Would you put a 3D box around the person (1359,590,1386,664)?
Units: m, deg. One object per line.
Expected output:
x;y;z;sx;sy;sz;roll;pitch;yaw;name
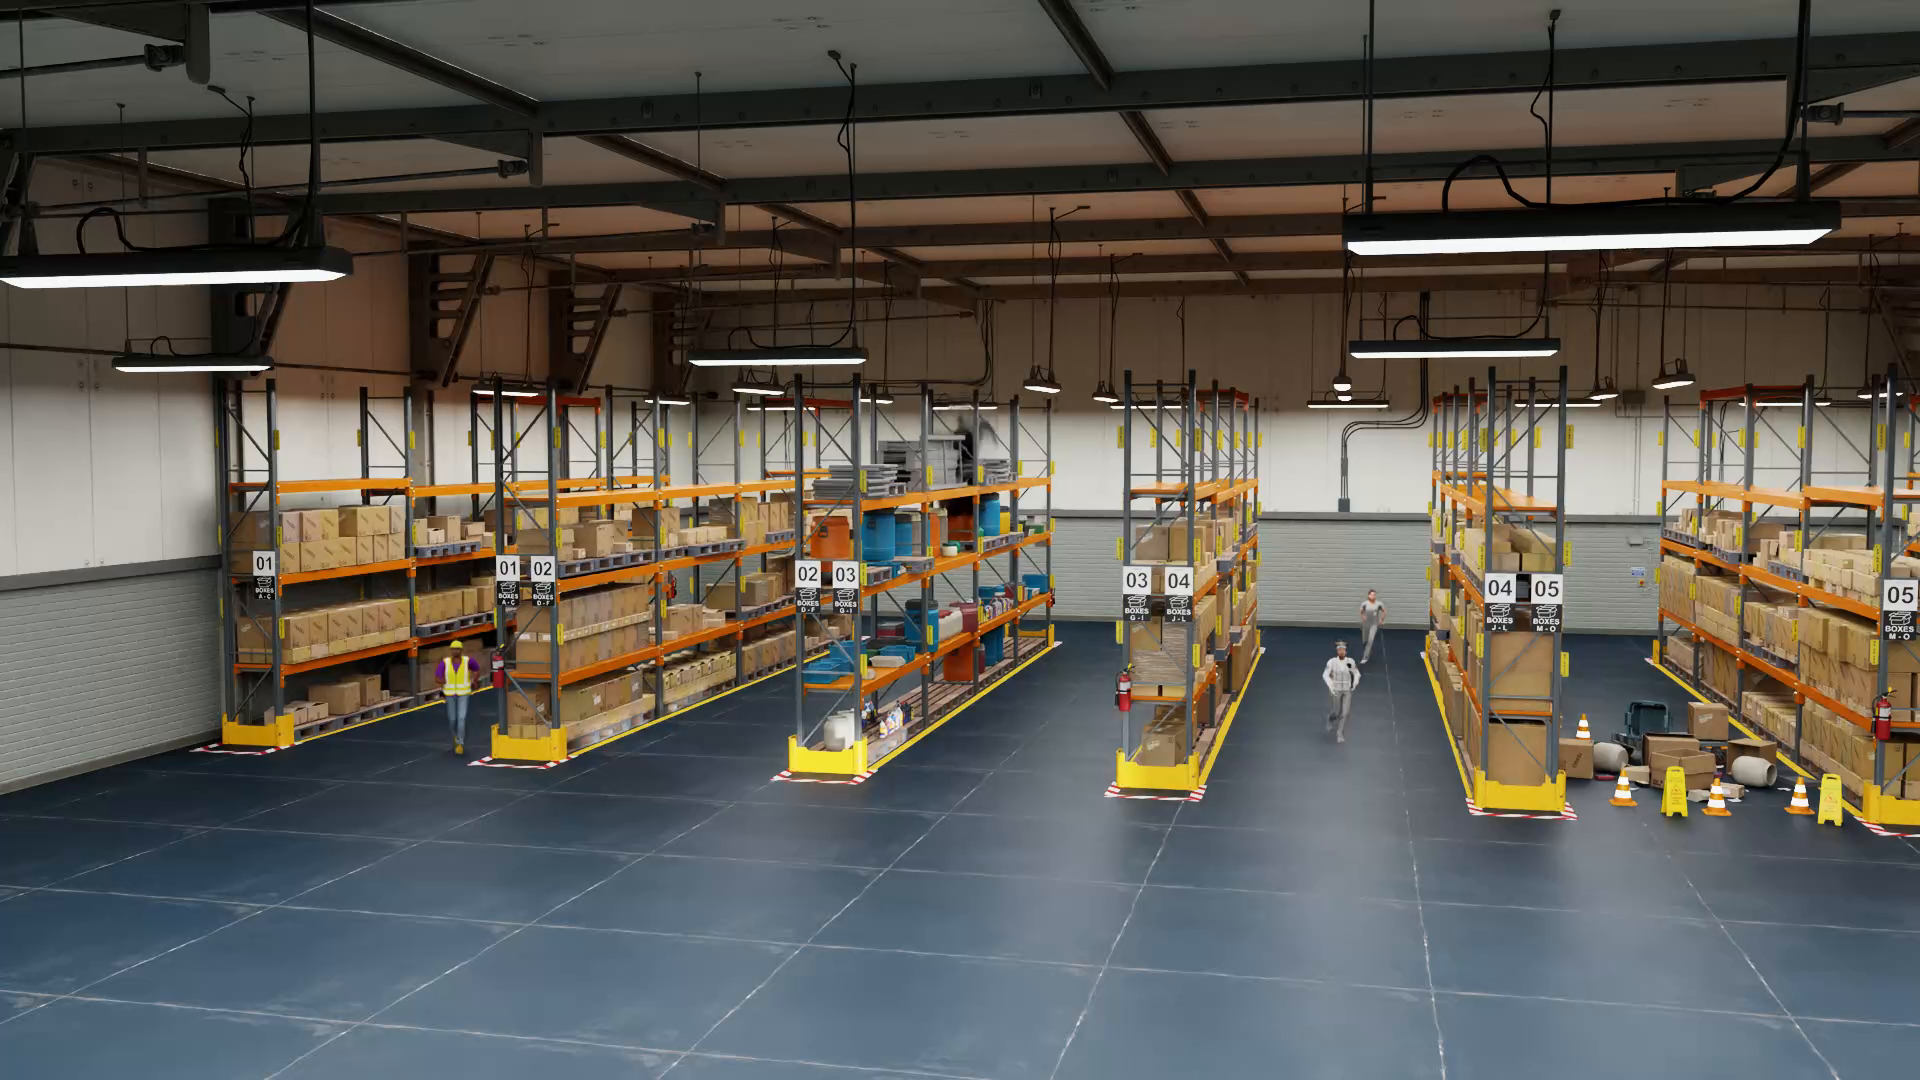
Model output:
9.300;1.942;37.550;0.597;1.649;0.936;1;4;20;person

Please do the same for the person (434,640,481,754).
-8.078;2.491;26.697;0.698;1.765;0.966;-1;3;-10;person

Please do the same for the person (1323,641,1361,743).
6.378;2.516;27.789;0.618;1.682;0.619;0;3;5;person
